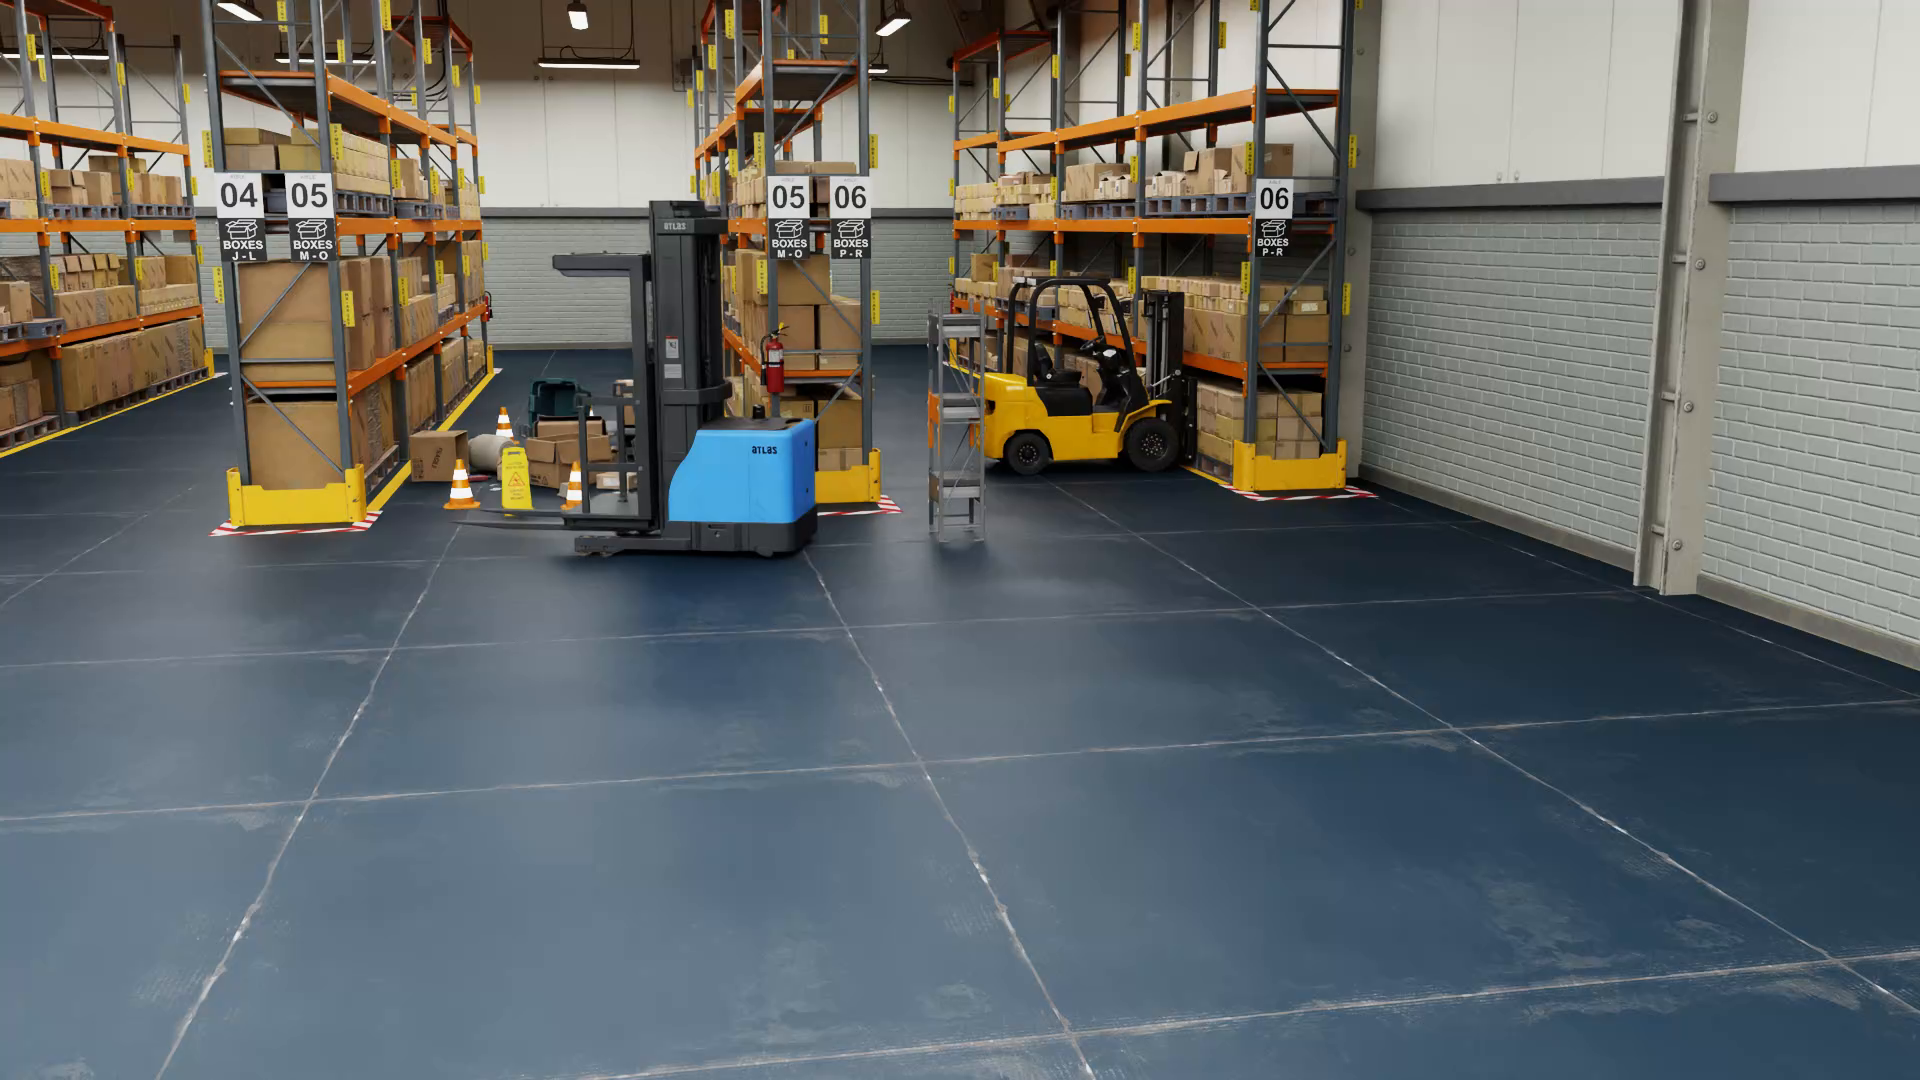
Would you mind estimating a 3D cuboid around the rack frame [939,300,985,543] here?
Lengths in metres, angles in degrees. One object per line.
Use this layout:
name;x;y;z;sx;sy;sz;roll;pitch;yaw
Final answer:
rack frame;0.015;-1.017;14.425;0.400;2.100;0.015;-2;11;-11

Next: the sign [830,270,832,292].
sign;-3.079;-5.885;37.847;0.329;0.494;0.001;-2;11;-11

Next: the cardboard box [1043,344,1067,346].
cardboard box;1.489;-3.034;26.441;0.380;0.149;0.250;-2;11;-9

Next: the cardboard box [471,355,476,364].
cardboard box;-8.594;-3.126;28.806;0.380;0.149;0.250;-2;11;-11

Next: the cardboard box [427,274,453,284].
cardboard box;-8.228;-4.120;26.277;0.380;0.149;0.250;-2;11;-13

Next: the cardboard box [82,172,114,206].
cardboard box;-13.313;-5.322;25.220;0.700;0.500;0.500;-2;11;-10

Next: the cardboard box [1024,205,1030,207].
cardboard box;1.334;-5.889;29.199;0.500;0.250;0.500;-2;11;-12

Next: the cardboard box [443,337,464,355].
cardboard box;-8.157;-3.080;26.411;0.500;0.250;0.500;-2;11;-13

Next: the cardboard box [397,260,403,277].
cardboard box;-7.297;-3.211;20.604;0.700;0.500;0.500;-2;11;-11

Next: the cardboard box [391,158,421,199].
cardboard box;-7.160;-4.596;21.142;0.500;0.500;0.500;-2;11;-11

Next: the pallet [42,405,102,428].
pallet;-12.737;-1.742;23.286;1.003;0.211;1.213;-2;11;-11

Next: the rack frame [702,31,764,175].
rack frame;-3.714;-7.006;27.439;1.000;3.000;0.127;-2;11;-11

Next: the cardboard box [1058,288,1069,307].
cardboard box;1.754;-3.587;24.585;0.500;0.250;0.500;-2;11;-11

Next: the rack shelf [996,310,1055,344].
rack shelf;1.543;-3.520;27.092;1.077;0.370;4.000;-2;11;-11

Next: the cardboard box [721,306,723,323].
cardboard box;-3.290;-3.335;24.597;0.500;0.250;0.500;-3;11;-13

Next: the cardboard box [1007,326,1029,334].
cardboard box;1.022;-3.610;28.673;0.380;0.149;0.250;-2;11;-12

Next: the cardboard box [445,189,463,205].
cardboard box;-8.409;-5.603;27.153;0.500;0.250;0.500;-2;11;-9

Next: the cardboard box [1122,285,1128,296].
cardboard box;2.362;-3.289;21.950;0.380;0.149;0.250;-2;11;-11

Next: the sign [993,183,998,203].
sign;0.623;-5.947;28.512;0.100;0.325;0.005;-2;11;-11

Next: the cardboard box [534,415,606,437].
cardboard box;-4.396;-1.100;18.765;0.797;0.637;0.503;-2;11;-11

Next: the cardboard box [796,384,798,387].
cardboard box;-1.680;-1.624;19.430;0.500;0.500;0.500;-2;11;-10

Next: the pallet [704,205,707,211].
pallet;-3.863;-5.639;28.518;1.003;0.211;1.213;-2;11;-11

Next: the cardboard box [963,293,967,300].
cardboard box;0.265;-4.735;32.224;0.380;0.149;0.250;-2;11;-10

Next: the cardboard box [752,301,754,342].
cardboard box;-2.023;-2.420;18.328;0.500;0.500;0.500;-2;11;-10

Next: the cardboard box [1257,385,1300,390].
cardboard box;3.479;-1.573;18.493;0.500;0.250;0.500;-2;11;-11

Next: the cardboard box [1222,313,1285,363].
cardboard box;3.134;-2.169;17.803;0.500;0.500;0.500;-2;11;-12

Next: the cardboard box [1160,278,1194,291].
cardboard box;2.628;-3.075;20.034;0.380;0.149;0.250;-2;11;-10

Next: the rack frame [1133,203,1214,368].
rack frame;2.710;-2.773;21.243;1.000;3.000;0.127;-2;11;-11

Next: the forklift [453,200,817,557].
forklift;-2.817;-1.400;14.212;3.031;2.935;1.130;1;11;7

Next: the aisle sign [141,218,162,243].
aisle sign;-14.521;-5.712;29.729;0.394;0.787;0.004;-2;11;-11

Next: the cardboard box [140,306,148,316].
cardboard box;-13.166;-3.641;26.478;0.380;0.149;0.250;-2;11;-11

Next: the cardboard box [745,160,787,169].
cardboard box;-2.396;-4.545;20.472;0.500;0.250;0.500;-2;11;-10

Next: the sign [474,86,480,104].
sign;-8.780;-8.094;30.234;0.100;0.325;0.005;-2;11;-11

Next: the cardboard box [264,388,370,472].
cardboard box;-6.586;-1.105;17.041;0.875;0.875;0.875;-2;11;-12

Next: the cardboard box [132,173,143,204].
cardboard box;-13.747;-5.717;27.029;0.700;0.500;0.500;-2;11;-8

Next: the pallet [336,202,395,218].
pallet;-7.221;-3.939;19.859;0.805;0.209;1.217;-3;11;-13

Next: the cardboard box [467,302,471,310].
cardboard box;-8.543;-3.991;28.316;0.380;0.149;0.250;-2;11;-10

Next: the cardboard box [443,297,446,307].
cardboard box;-7.970;-3.590;25.084;0.380;0.149;0.250;-2;11;-13

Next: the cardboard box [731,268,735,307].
cardboard box;-2.768;-3.351;22.096;0.500;0.500;0.500;-3;11;-13

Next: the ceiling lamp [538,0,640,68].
ceiling lamp;-7.393;-11.011;32.870;2.000;3.185;0.800;-2;11;-11

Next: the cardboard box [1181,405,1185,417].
cardboard box;2.785;-1.496;19.430;0.500;0.250;0.500;-2;11;-11

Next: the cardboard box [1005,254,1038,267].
cardboard box;1.125;-4.964;30.353;0.500;0.500;0.500;-2;11;-13

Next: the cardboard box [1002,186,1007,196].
cardboard box;0.911;-5.827;27.751;0.380;0.149;0.250;-2;11;-12

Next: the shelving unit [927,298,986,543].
shelving unit;-0.032;-1.062;14.660;0.431;2.100;0.503;-2;11;-11

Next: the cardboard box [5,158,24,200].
cardboard box;-12.209;-4.561;21.011;0.500;0.500;0.500;-2;11;-11

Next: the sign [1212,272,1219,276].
sign;3.254;-3.258;21.262;0.100;0.325;0.005;-2;11;-11

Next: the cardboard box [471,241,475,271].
cardboard box;-8.681;-4.921;28.790;0.500;0.500;0.500;-3;11;-13

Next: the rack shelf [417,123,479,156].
rack shelf;-8.939;-6.819;28.390;1.077;0.370;4.000;-2;11;-11

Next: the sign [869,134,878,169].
sign;-0.848;-3.781;16.178;0.100;0.325;0.005;-2;11;-11

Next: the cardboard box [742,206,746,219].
cardboard box;-2.345;-3.826;19.423;0.380;0.149;0.250;-2;11;-11

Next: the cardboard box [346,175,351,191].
cardboard box;-6.067;-3.432;15.966;0.380;0.149;0.250;-2;11;-11

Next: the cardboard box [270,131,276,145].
cardboard box;-6.712;-3.799;15.761;0.380;0.149;0.250;-2;11;-10

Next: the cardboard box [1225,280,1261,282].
cardboard box;3.304;-2.956;19.405;0.380;0.149;0.250;-2;11;-9

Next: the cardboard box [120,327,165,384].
cardboard box;-13.485;-2.985;26.917;0.875;0.875;0.875;-2;11;-11

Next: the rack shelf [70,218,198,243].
rack shelf;-13.824;-5.186;27.820;1.077;0.370;4.000;-2;11;-11

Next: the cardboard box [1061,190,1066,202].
cardboard box;1.702;-5.046;24.396;0.380;0.166;0.250;-2;11;-11
